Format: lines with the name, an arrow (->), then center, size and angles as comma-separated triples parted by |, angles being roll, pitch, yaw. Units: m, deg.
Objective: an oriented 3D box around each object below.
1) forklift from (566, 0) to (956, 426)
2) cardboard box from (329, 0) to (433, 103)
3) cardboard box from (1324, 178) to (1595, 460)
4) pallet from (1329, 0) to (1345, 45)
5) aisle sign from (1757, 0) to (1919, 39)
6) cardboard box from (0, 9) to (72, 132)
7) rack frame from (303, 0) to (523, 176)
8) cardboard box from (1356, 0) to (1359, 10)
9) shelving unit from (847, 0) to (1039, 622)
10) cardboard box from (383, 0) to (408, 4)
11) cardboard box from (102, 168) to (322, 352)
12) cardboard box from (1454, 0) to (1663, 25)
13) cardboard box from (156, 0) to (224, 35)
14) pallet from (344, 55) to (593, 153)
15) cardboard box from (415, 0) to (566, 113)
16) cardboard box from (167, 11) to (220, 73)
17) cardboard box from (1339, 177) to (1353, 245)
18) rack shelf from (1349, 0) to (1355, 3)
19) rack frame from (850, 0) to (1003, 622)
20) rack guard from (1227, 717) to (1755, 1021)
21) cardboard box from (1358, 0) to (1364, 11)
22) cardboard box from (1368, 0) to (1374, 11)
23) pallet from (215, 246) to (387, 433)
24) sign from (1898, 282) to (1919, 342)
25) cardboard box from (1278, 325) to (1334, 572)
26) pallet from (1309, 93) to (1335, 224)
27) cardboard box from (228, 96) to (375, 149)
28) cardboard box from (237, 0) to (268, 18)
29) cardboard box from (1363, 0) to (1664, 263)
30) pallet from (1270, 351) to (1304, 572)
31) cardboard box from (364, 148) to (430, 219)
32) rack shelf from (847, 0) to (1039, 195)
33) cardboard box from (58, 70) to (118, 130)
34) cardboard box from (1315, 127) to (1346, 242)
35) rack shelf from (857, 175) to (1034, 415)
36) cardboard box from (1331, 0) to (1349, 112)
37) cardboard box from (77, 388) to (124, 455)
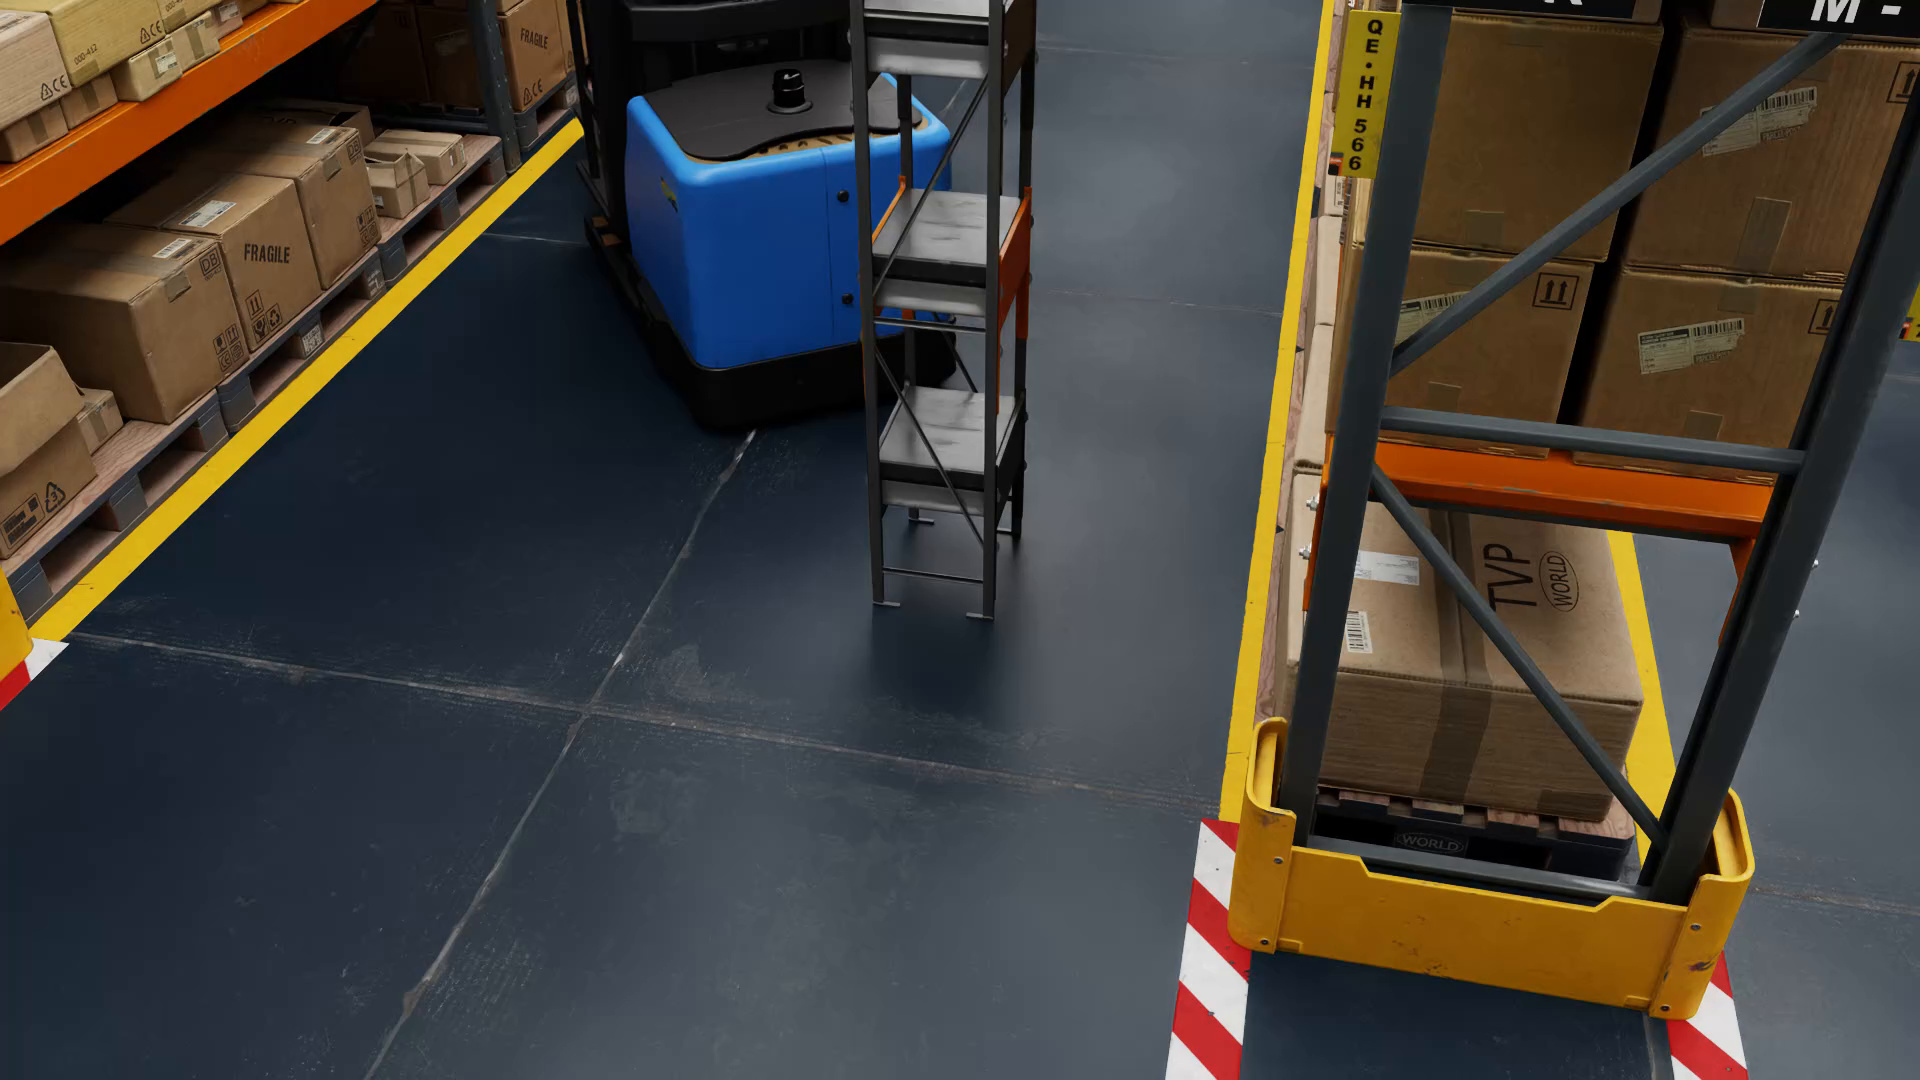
forklift -> -1.054, -2.472, 6.664 | 1.130, 2.935, 3.031 | -14, 38, -18
cardboard box -> -2.880, -2.594, 8.545 | 0.500, 0.500, 0.500 | 7, 37, 10
cardboard box -> 1.144, -0.554, 3.874 | 0.500, 0.500, 0.500 | 8, 37, 10
pallet -> 2.766, -3.219, 10.011 | 1.003, 0.211, 1.213 | 7, 37, 10
aisle sign -> 1.568, -1.179, 2.606 | 0.394, 0.787, 0.004 | 7, 37, 10
cardboard box -> -3.083, -1.399, 4.999 | 0.500, 0.250, 0.500 | 8, 37, 10
rack frame -> -2.696, -3.117, 7.495 | 1.000, 3.000, 0.127 | 7, 37, 10
cardboard box -> 1.798, -2.302, 6.284 | 0.500, 0.500, 0.500 | 8, 37, 11
shelving unit -> -0.035, -0.755, 5.003 | 0.431, 2.100, 0.503 | 7, 37, 10
cardboard box -> -2.899, -2.785, 8.256 | 0.380, 0.149, 0.250 | 6, 36, 8
cardboard box -> -2.896, -1.097, 6.479 | 0.500, 0.500, 0.500 | 8, 37, 11
cardboard box -> 1.181, -1.143, 3.281 | 0.380, 0.149, 0.250 | 8, 37, 11
cardboard box -> -2.889, -1.986, 5.809 | 0.500, 0.250, 0.500 | 6, 36, 9
pallet -> -2.559, -2.459, 8.963 | 1.003, 0.211, 1.213 | 7, 37, 10
cardboard box -> -2.373, -2.524, 8.449 | 0.500, 0.500, 0.500 | 9, 37, 12
cardboard box -> -2.852, -1.762, 5.840 | 0.380, 0.149, 0.250 | 8, 37, 11
cardboard box -> 1.366, -1.136, 4.677 | 0.500, 0.500, 0.500 | 8, 37, 11
rack shelf -> 2.581, -3.353, 8.433 | 1.077, 0.370, 4.000 | 7, 37, 10
rack frame -> -0.087, -0.615, 4.810 | 0.400, 2.100, 0.015 | 7, 37, 10
rack guard -> 1.295, 0.822, 4.190 | 1.175, 0.500, 0.348 | 7, 37, 10
cardboard box -> 1.574, -1.729, 5.495 | 0.500, 0.500, 0.500 | 8, 37, 10
cardboard box -> 1.362, -1.542, 4.385 | 0.500, 0.500, 0.500 | 7, 37, 10
pallet -> -3.102, -0.893, 6.803 | 1.003, 0.211, 1.213 | 7, 37, 10
sign -> 1.841, -0.514, 3.098 | 0.100, 0.325, 0.005 | 7, 37, 10
cardboard box -> 1.530, -0.253, 5.369 | 0.875, 0.438, 0.875 | 8, 37, 11
pallet -> 2.245, -1.820, 8.081 | 1.003, 0.211, 1.213 | 7, 37, 10
cardboard box -> -3.068, -1.850, 7.679 | 0.500, 0.311, 0.500 | 9, 37, 12
cardboard box -> -2.858, -2.066, 6.259 | 0.380, 0.149, 0.250 | 8, 37, 11
cardboard box -> 1.170, -0.956, 3.575 | 0.500, 0.500, 0.500 | 8, 37, 12
pallet -> 1.657, -0.241, 5.902 | 1.003, 0.211, 1.213 | 7, 37, 10
cardboard box -> -2.604, -1.620, 7.400 | 0.396, 0.266, 0.258 | 9, 37, 12
rack shelf -> -0.035, -1.311, 4.600 | 0.431, 0.518, 0.480 | 7, 37, 10
cardboard box -> -3.016, -1.473, 5.441 | 0.380, 0.149, 0.250 | 8, 37, 11
cardboard box -> 1.915, -1.283, 6.790 | 0.875, 0.438, 0.875 | 7, 36, 9
rack shelf -> -0.035, -0.744, 5.011 | 0.431, 0.518, 0.480 | 7, 37, 10
cardboard box -> 2.394, -2.691, 8.360 | 0.875, 0.875, 0.875 | 8, 37, 11
cardboard box -> -3.198, -0.417, 5.841 | 0.380, 0.149, 0.250 | 6, 36, 8
